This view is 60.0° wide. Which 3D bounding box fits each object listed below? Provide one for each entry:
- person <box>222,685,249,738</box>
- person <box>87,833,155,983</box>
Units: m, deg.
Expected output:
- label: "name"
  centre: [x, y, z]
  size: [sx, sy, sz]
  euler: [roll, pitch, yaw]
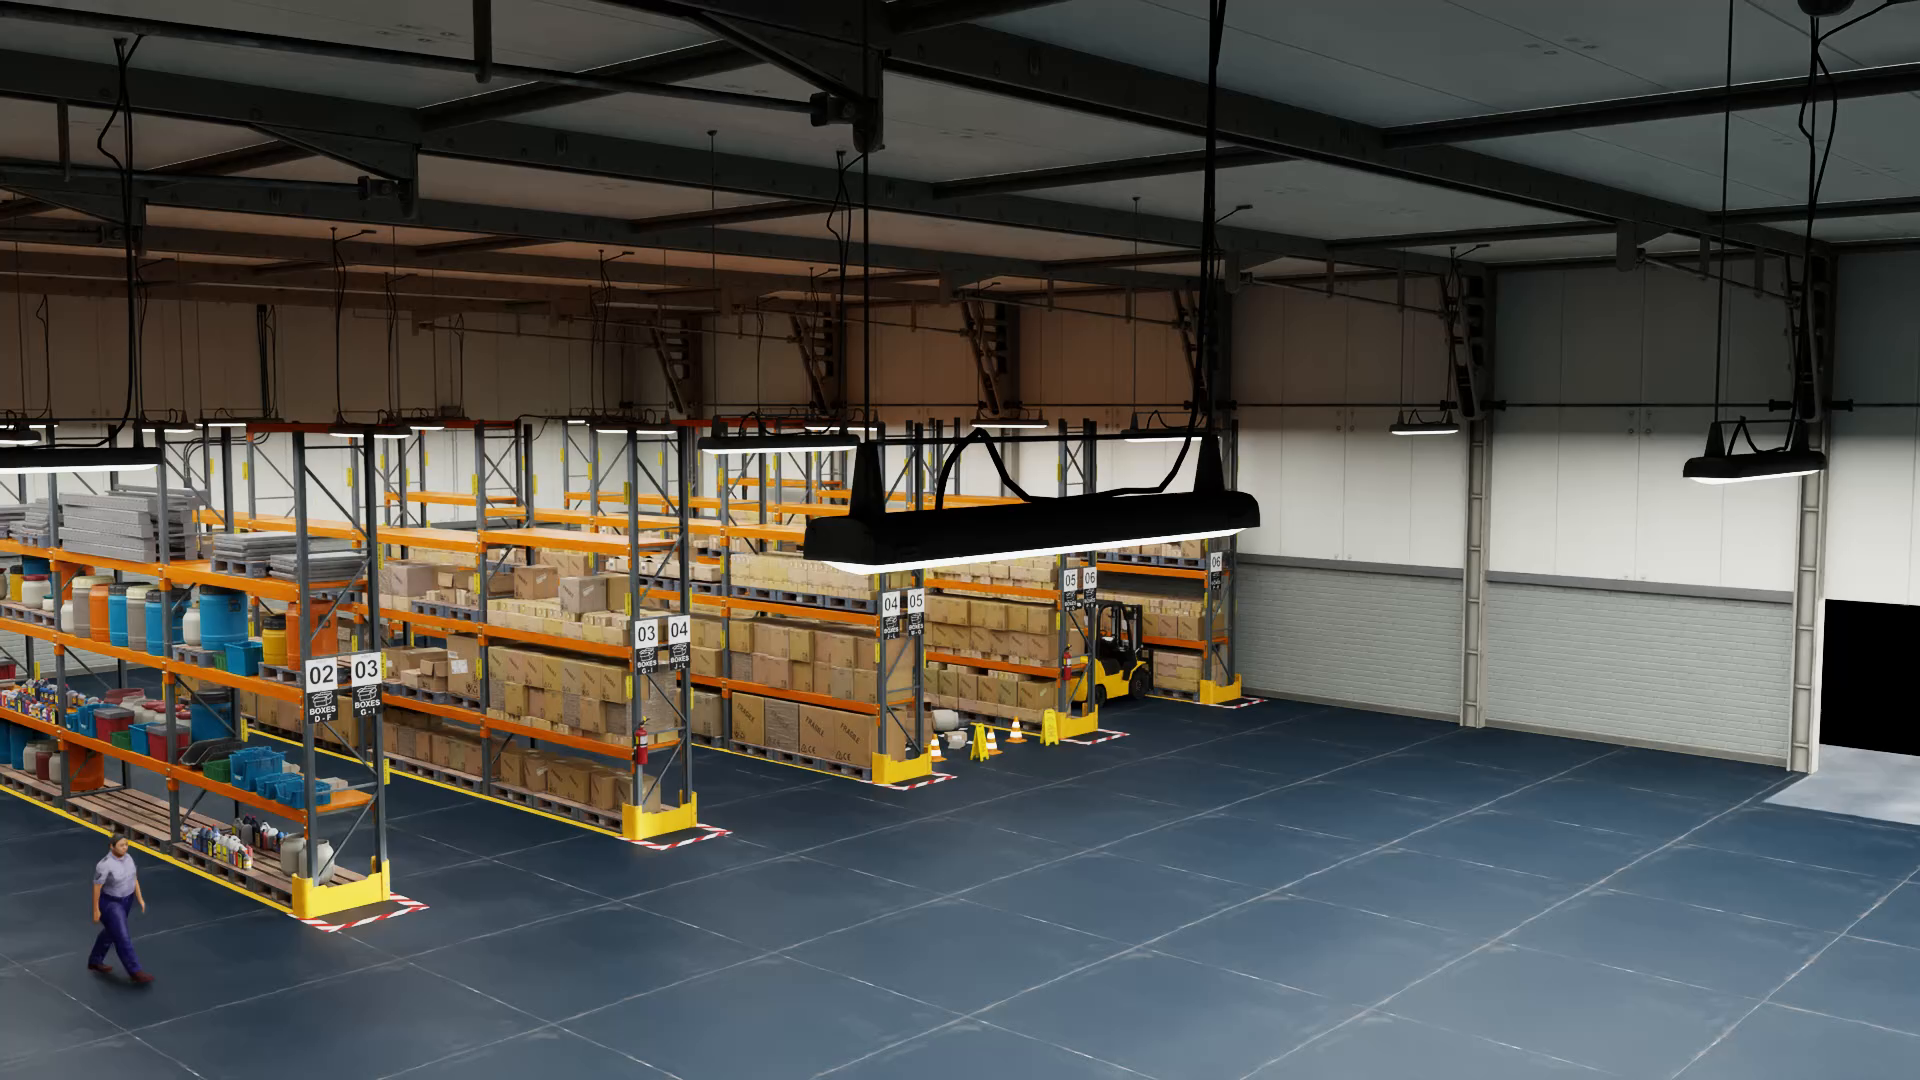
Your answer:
- label: "person"
  centre: [-12.182, 3.228, 27.770]
  size: [1.044, 1.601, 0.543]
  euler: [3, 6, 33]
- label: "person"
  centre: [-9.234, 4.025, 18.294]
  size: [0.992, 1.570, 0.525]
  euler: [1, 5, 7]
